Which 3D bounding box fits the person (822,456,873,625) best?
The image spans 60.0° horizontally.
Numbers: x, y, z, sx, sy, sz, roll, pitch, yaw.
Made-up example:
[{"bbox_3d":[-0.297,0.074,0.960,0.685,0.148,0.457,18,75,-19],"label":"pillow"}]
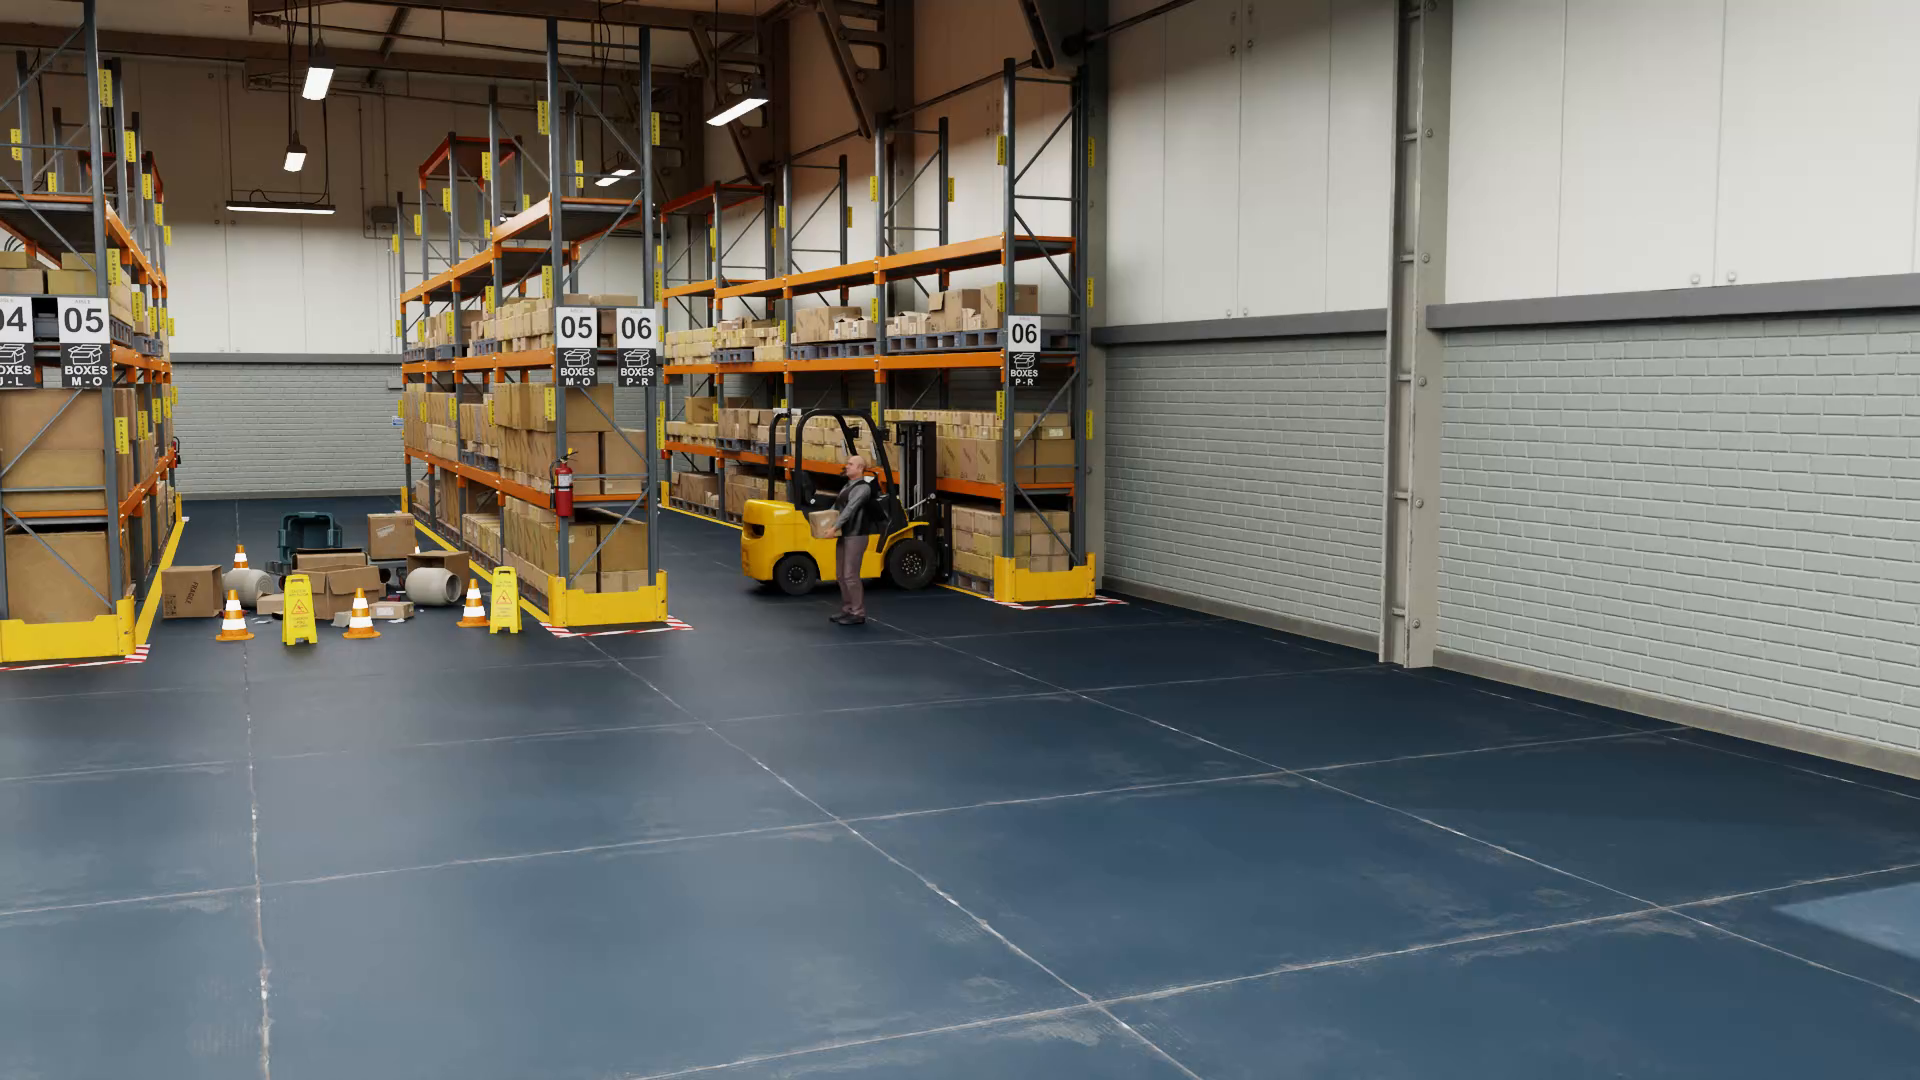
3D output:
[{"bbox_3d":[-1.187,-0.003,16.962,0.551,1.711,0.494,-2,6,-23],"label":"person"}]
